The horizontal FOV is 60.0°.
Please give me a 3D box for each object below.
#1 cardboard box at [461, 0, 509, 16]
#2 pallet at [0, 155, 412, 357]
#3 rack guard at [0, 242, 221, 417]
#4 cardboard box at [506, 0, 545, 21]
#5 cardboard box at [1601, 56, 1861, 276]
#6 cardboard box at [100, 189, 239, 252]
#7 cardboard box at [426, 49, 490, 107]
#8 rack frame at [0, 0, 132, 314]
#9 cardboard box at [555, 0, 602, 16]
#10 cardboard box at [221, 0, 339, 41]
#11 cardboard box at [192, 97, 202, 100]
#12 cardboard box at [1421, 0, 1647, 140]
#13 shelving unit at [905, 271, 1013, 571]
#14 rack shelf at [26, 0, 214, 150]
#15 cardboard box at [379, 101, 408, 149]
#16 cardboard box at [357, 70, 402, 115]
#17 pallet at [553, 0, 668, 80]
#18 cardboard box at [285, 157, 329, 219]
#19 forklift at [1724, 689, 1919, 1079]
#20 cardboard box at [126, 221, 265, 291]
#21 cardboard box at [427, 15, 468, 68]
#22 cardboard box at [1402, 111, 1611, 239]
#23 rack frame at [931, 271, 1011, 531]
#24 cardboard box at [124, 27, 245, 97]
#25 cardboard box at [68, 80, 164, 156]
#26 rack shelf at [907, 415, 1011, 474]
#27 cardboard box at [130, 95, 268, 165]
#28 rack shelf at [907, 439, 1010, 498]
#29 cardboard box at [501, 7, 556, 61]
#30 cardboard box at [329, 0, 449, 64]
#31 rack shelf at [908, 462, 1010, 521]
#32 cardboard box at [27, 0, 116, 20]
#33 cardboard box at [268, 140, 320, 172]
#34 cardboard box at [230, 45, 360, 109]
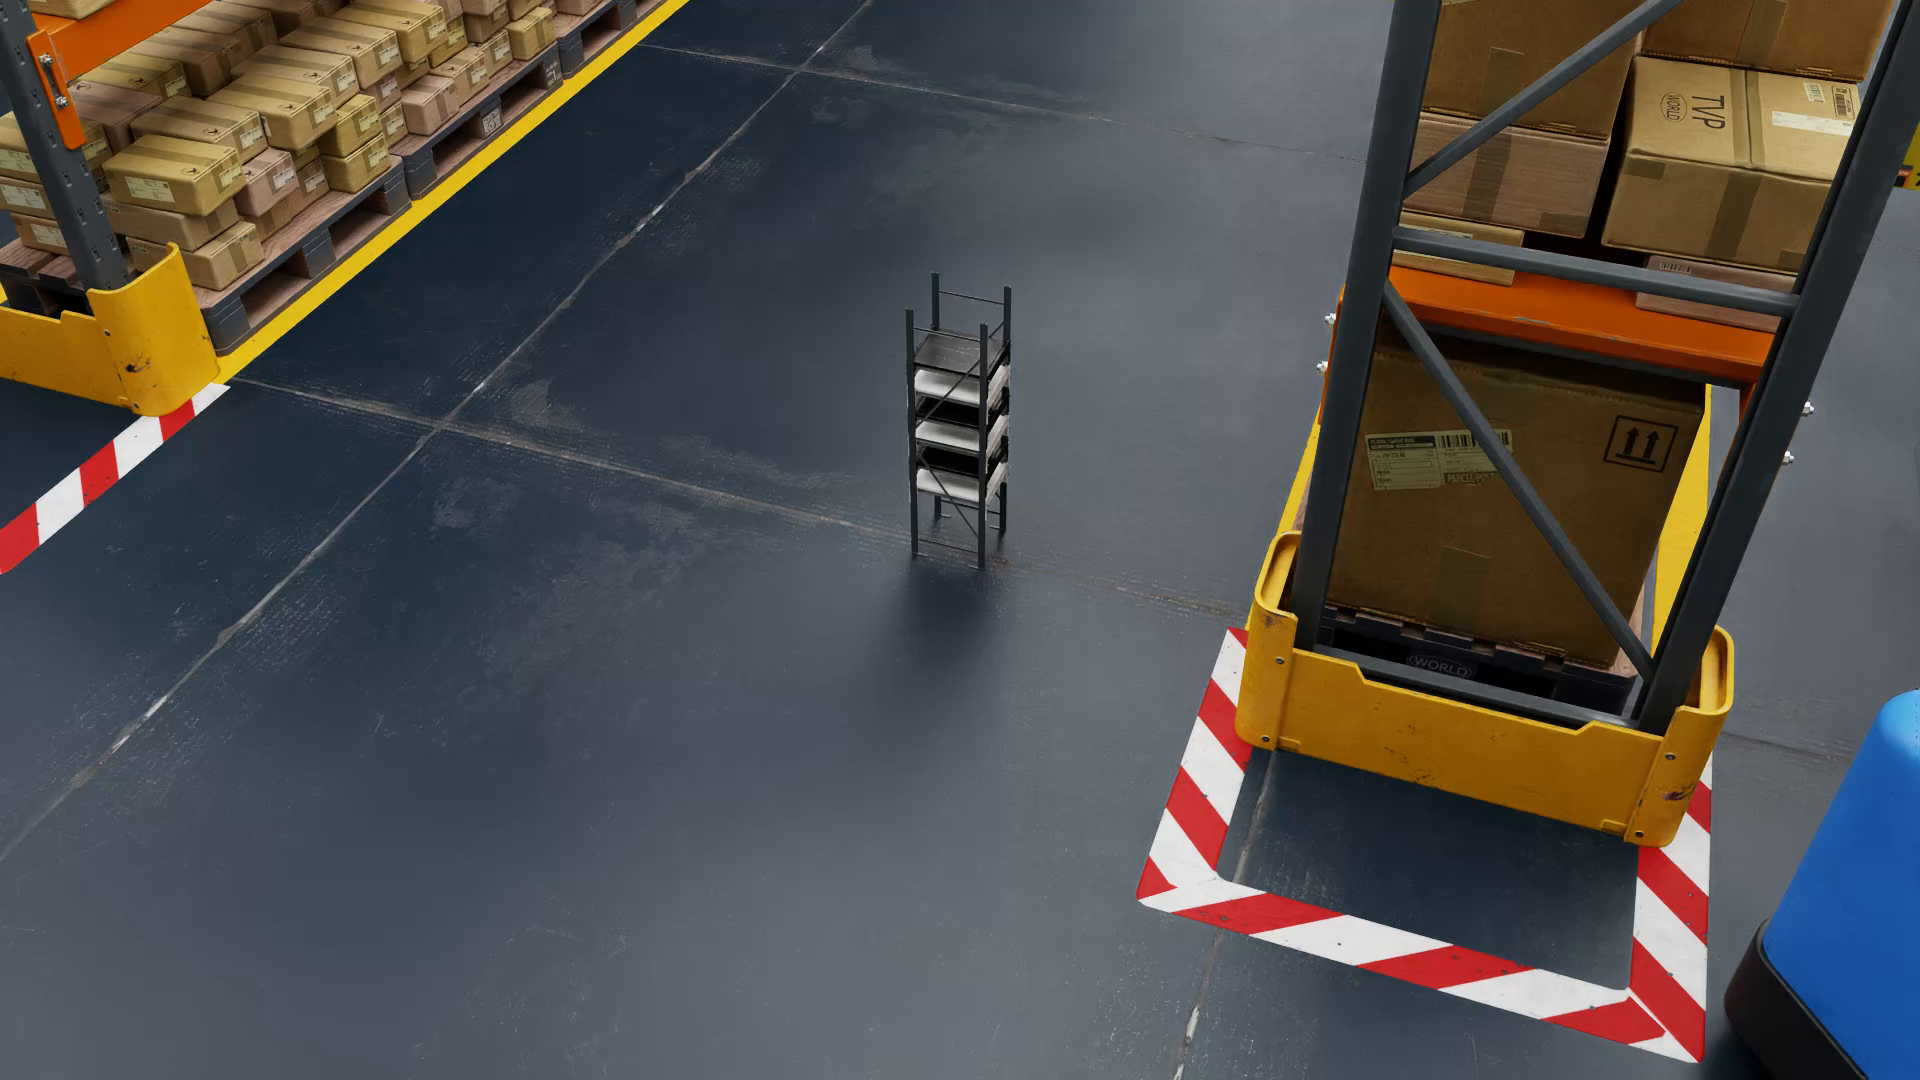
[{"bbox_3d":[-2.150,-2.396,7.162,0.380,0.149,0.250,12,42,14],"label":"cardboard box"},{"bbox_3d":[-2.927,-1.214,6.511,1.003,0.211,1.213,13,42,15],"label":"pallet"},{"bbox_3d":[-3.238,-0.837,5.845,1.175,0.500,0.348,13,42,15],"label":"rack guard"},{"bbox_3d":[-2.108,-2.481,7.490,0.380,0.149,0.250,14,43,16],"label":"cardboard box"},{"bbox_3d":[1.781,-0.868,3.842,0.500,0.250,0.500,12,42,14],"label":"cardboard box"},{"bbox_3d":[-2.843,-1.192,5.980,0.380,0.149,0.250,15,43,17],"label":"cardboard box"},{"bbox_3d":[-2.267,-2.011,7.169,0.380,0.149,0.250,13,42,15],"label":"cardboard box"},{"bbox_3d":[-3.264,-1.741,4.980,1.000,3.000,0.127,13,42,15],"label":"rack frame"},{"bbox_3d":[-1.907,-2.626,7.890,0.380,0.149,0.250,12,42,14],"label":"cardboard box"},{"bbox_3d":[-2.830,-2.205,6.938,0.380,0.149,0.250,12,42,14],"label":"cardboard box"},{"bbox_3d":[-3.175,-1.632,6.496,0.380,0.149,0.250,12,42,13],"label":"cardboard box"},{"bbox_3d":[1.282,-1.276,3.743,0.500,0.500,0.500,14,42,16],"label":"cardboard box"},{"bbox_3d":[-0.003,-0.337,4.952,0.258,0.900,0.210,13,42,15],"label":"shelving unit"},{"bbox_3d":[-2.580,-2.687,6.643,1.077,0.370,4.000,13,42,15],"label":"rack shelf"},{"bbox_3d":[-2.505,-1.704,6.809,0.380,0.149,0.250,13,42,15],"label":"cardboard box"},{"bbox_3d":[-2.505,-1.831,6.729,0.380,0.149,0.250,11,42,13],"label":"cardboard box"},{"bbox_3d":[-2.092,-2.703,8.255,1.003,0.211,1.213,13,42,15],"label":"pallet"},{"bbox_3d":[-2.693,-1.396,6.448,0.380,0.149,0.250,14,42,16],"label":"cardboard box"},{"bbox_3d":[3.349,0.000,2.991,3.031,2.935,1.130,-13,42,-14],"label":"forklift"},{"bbox_3d":[-2.784,-1.065,6.060,0.380,0.149,0.250,14,42,16],"label":"cardboard box"},{"bbox_3d":[-2.349,-2.168,7.124,0.380,0.149,0.250,15,43,17],"label":"cardboard box"},{"bbox_3d":[1.279,-0.989,3.985,0.500,0.250,0.500,13,42,14],"label":"cardboard box"},{"bbox_3d":[0.032,-0.399,5.025,0.240,0.900,0.006,13,42,15],"label":"rack frame"},{"bbox_3d":[-3.064,-1.892,6.572,0.380,0.149,0.250,12,42,13],"label":"cardboard box"},{"bbox_3d":[-3.181,-1.562,6.185,0.380,0.149,0.250,14,42,16],"label":"cardboard box"},{"bbox_3d":[-0.003,-0.312,4.974,0.258,0.077,0.200,13,42,15],"label":"rack shelf"},{"bbox_3d":[-2.784,-1.482,6.090,0.380,0.149,0.250,14,42,16],"label":"cardboard box"},{"bbox_3d":[-0.003,-0.244,5.032,0.258,0.077,0.200,13,42,15],"label":"rack shelf"},{"bbox_3d":[-2.064,-2.310,7.519,0.380,0.149,0.250,13,42,15],"label":"cardboard box"},{"bbox_3d":[-2.334,-2.094,6.808,0.380,0.149,0.250,14,42,16],"label":"cardboard box"},{"bbox_3d":[-0.003,-0.175,5.091,0.258,0.077,0.200,13,42,15],"label":"rack shelf"},{"bbox_3d":[-2.845,-1.770,5.208,0.380,0.149,0.250,13,42,15],"label":"cardboard box"},{"bbox_3d":[-2.696,-1.516,6.359,0.380,0.149,0.250,14,42,16],"label":"cardboard box"},{"bbox_3d":[-2.571,-1.777,6.436,0.380,0.149,0.250,11,42,13],"label":"cardboard box"}]
